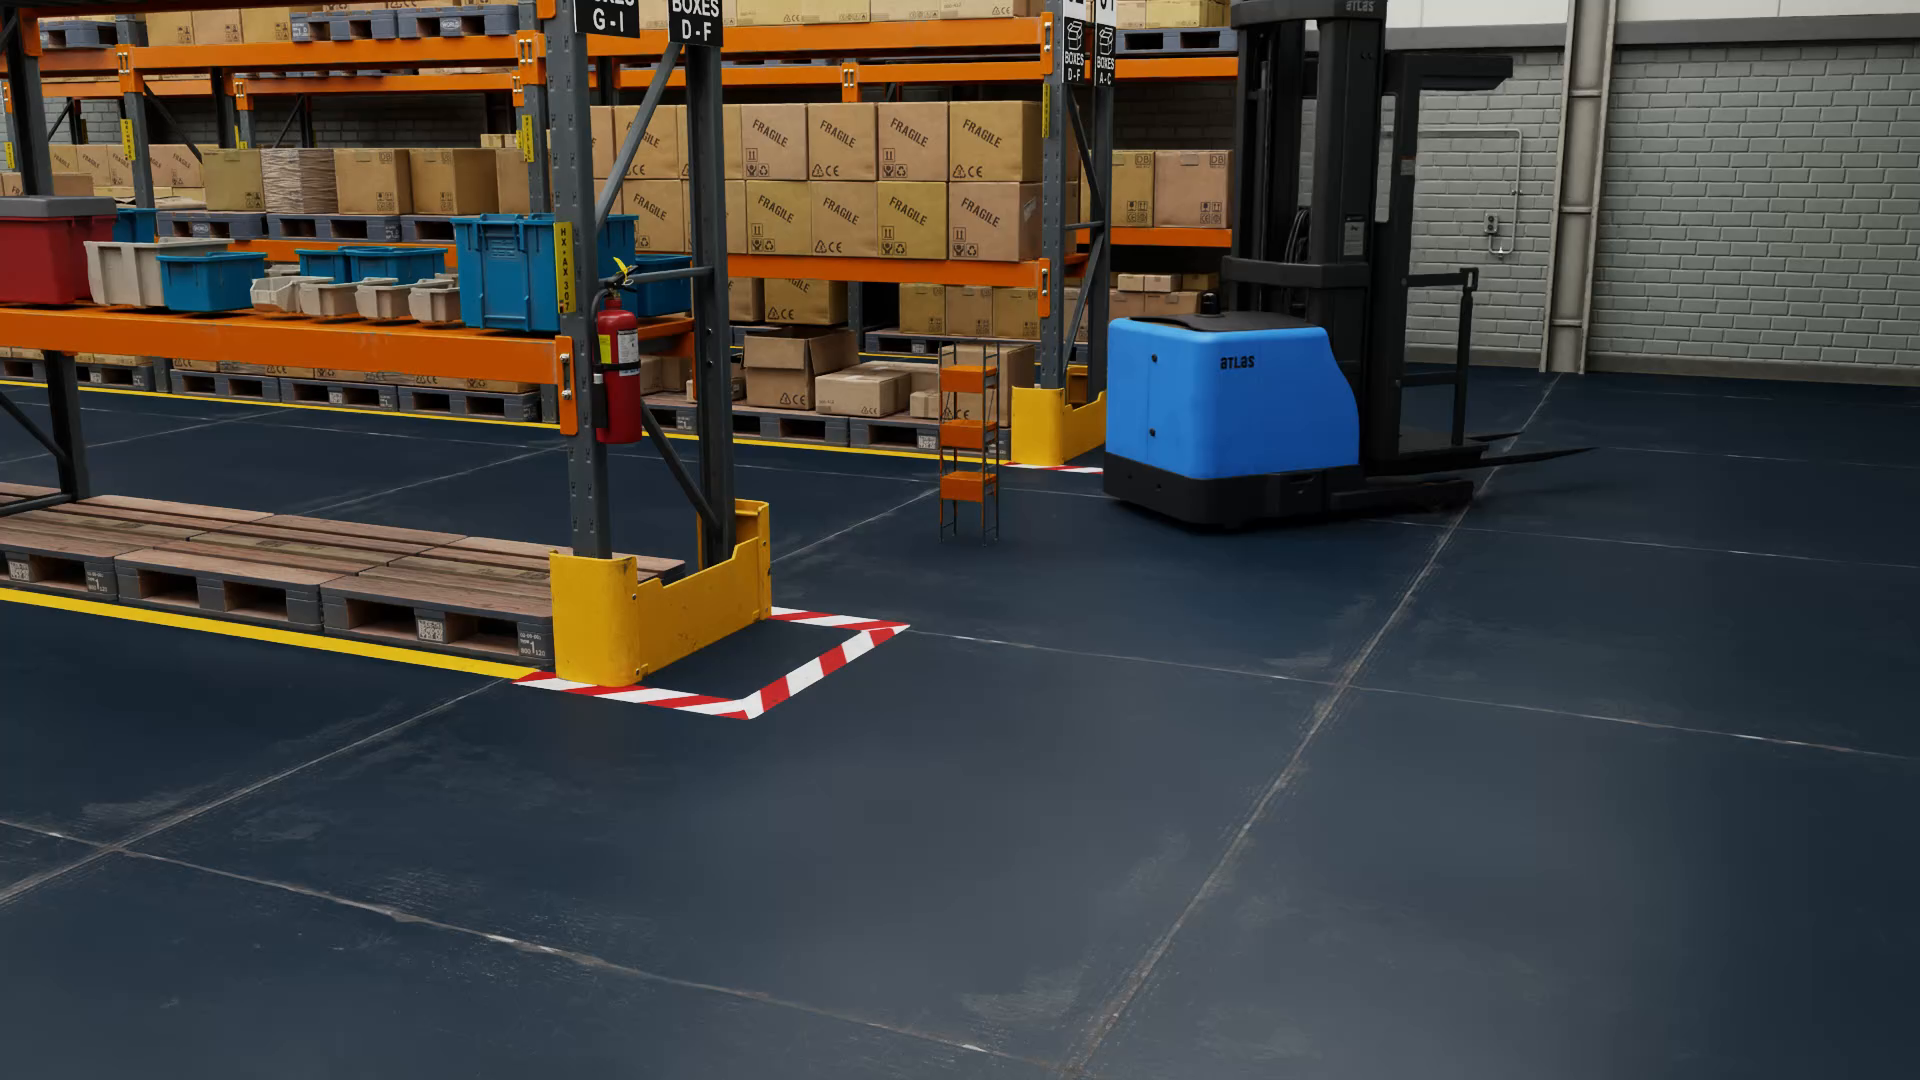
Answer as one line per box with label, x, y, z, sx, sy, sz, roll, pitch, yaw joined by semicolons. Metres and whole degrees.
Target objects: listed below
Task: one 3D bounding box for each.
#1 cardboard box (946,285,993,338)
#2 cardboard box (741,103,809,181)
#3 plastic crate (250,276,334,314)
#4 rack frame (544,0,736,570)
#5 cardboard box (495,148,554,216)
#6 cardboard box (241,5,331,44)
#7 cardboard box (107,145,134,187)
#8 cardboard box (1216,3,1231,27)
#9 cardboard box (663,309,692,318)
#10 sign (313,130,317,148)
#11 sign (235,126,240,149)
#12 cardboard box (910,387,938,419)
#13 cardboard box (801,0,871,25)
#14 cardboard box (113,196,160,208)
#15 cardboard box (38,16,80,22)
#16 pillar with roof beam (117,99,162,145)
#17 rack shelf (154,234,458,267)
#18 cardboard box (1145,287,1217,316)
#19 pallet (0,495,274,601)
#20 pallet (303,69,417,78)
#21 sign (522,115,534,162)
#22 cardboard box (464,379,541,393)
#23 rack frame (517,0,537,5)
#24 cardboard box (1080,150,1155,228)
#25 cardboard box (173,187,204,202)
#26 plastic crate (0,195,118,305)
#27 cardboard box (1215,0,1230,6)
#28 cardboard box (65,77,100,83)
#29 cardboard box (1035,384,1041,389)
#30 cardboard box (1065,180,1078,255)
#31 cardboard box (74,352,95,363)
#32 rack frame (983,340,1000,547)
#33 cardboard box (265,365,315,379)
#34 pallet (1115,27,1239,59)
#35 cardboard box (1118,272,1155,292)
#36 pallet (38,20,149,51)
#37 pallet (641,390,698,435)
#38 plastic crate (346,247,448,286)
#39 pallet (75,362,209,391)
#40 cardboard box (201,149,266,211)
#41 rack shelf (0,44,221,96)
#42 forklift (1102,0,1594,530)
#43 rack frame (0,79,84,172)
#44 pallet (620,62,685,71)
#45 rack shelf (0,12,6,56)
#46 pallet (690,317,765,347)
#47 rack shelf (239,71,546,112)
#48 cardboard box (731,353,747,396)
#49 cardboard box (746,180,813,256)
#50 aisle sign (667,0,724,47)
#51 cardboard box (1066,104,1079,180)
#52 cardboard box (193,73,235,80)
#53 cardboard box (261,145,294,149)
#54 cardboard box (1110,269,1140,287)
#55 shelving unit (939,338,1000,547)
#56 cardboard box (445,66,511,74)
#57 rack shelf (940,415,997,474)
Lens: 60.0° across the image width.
cardboard box;0.224;-2.318;16.621;0.500;0.500;0.700;6;14;23
cardboard box;-1.148;-2.724;11.389;0.500;0.500;0.500;6;15;25
plastic crate;-2.852;-1.042;7.074;0.250;0.136;0.298;6;14;23
rack frame;-1.231;-1.029;6.575;0.127;3.000;1.000;6;14;23
cardboard box;-3.221;-2.777;12.887;0.500;0.500;0.700;1;13;4
cardboard box;-5.182;-4.184;13.235;0.500;0.500;0.910;6;14;23
cardboard box;-10.138;-4.632;20.570;0.500;0.500;0.500;6;15;25
cardboard box;2.213;-4.858;15.515;0.500;0.250;0.500;7;15;26
cardboard box;-3.115;-2.819;17.988;0.750;0.750;0.750;6;14;23
sign;-7.969;-4.889;20.489;0.005;0.325;0.100;6;14;23
sign;-6.325;-3.443;14.501;0.005;0.325;0.100;6;14;23
cardboard box;-0.152;-0.953;11.491;0.250;0.166;0.380;6;14;23
cardboard box;-0.713;-3.535;11.018;0.500;0.250;0.500;6;14;23
cardboard box;-7.275;-2.884;14.673;0.500;0.311;0.500;6;14;23
cardboard box;-7.460;-4.470;14.083;0.500;0.250;0.500;6;15;25
pillar with roof beam;-12.601;-6.716;17.680;0.400;9.000;9.100;6;14;23
rack shelf;-4.707;-2.268;13.431;4.000;0.370;1.077;6;14;23
cardboard box;2.101;-2.130;15.818;0.500;0.500;0.700;6;14;23
pallet;-4.200;0.018;8.216;1.213;0.211;1.003;6;14;23
pallet;-6.719;-5.403;19.060;1.003;0.211;1.213;6;14;23
sign;-3.100;-2.881;11.932;0.005;0.325;0.100;6;14;23
cardboard box;-3.446;-1.417;12.735;0.500;0.500;0.500;6;14;23
rack frame;-2.879;-5.354;11.875;0.127;3.000;1.000;6;14;23
cardboard box;1.641;-3.355;15.829;0.700;0.700;0.980;6;14;23
cardboard box;-9.198;-4.174;20.261;0.500;0.250;0.500;6;14;23
plastic crate;-4.174;-1.325;7.563;0.583;0.464;0.402;6;14;23
cardboard box;2.212;-5.222;15.426;0.500;0.500;0.500;5;14;21
cardboard box;-10.690;-5.910;20.547;0.500;0.500;0.500;7;15;26
cardboard box;0.535;-1.000;11.729;0.250;0.149;0.380;6;14;23
cardboard box;0.480;-2.208;11.381;0.500;0.500;0.500;6;15;24
cardboard box;-7.588;-1.714;14.594;0.500;0.250;0.500;6;14;23
rack frame;0.160;-0.495;8.566;0.008;1.050;0.200;6;14;23
cardboard box;-5.298;-1.604;13.535;0.500;0.500;0.500;6;14;22
pallet;2.099;-4.582;15.344;1.213;0.211;1.003;6;14;23
cardboard box;1.676;-2.443;15.733;0.250;0.149;0.380;6;15;25
pallet;-7.193;-4.216;14.004;1.003;0.211;1.213;7;15;26
pallet;-2.251;-1.012;12.607;1.213;0.211;1.003;6;14;23
plastic crate;-2.528;-1.190;7.497;0.300;0.233;0.416;6;14;23
pallet;-7.273;-1.531;14.815;1.213;0.211;1.003;6;14;23
cardboard box;-5.915;-3.022;13.930;0.500;0.500;0.700;1;13;4
rack shelf;-8.365;-4.099;14.666;4.000;0.370;1.077;6;14;23
forklift;2.380;-1.692;9.549;3.031;2.935;1.130;-6;15;-25
rack frame;-11.847;-4.579;21.703;0.127;3.000;1.000;6;14;23
pallet;-2.899;-5.056;17.582;1.213;0.211;1.003;7;15;26
rack shelf;-6.717;-2.695;8.681;4.000;0.370;1.077;6;14;23
pallet;-2.731;-2.279;18.006;1.213;0.211;1.003;6;14;23
rack shelf;-6.362;-5.134;19.076;4.000;0.370;1.077;6;14;23
cardboard box;-1.557;-1.276;12.549;0.500;0.311;0.500;6;14;23
cardboard box;-1.132;-2.238;11.508;0.500;0.500;0.500;6;14;22
aisle sign;-1.045;-2.350;6.514;0.004;0.787;0.394;6;14;23
cardboard box;0.480;-2.695;11.267;0.500;0.500;0.500;6;15;25
cardboard box;-8.754;-5.723;19.749;0.500;0.500;0.500;6;15;25
cardboard box;-8.535;-4.598;20.426;0.500;0.500;0.500;5;14;22
cardboard box;1.604;-2.546;16.171;0.250;0.149;0.380;6;14;24
shelving unit;0.049;-0.506;8.614;0.252;1.050;0.215;6;14;23
cardboard box;-5.301;-5.276;18.257;0.500;0.311;0.500;6;14;23
rack shelf;0.049;-0.496;8.616;0.240;0.259;0.215;6;14;23
